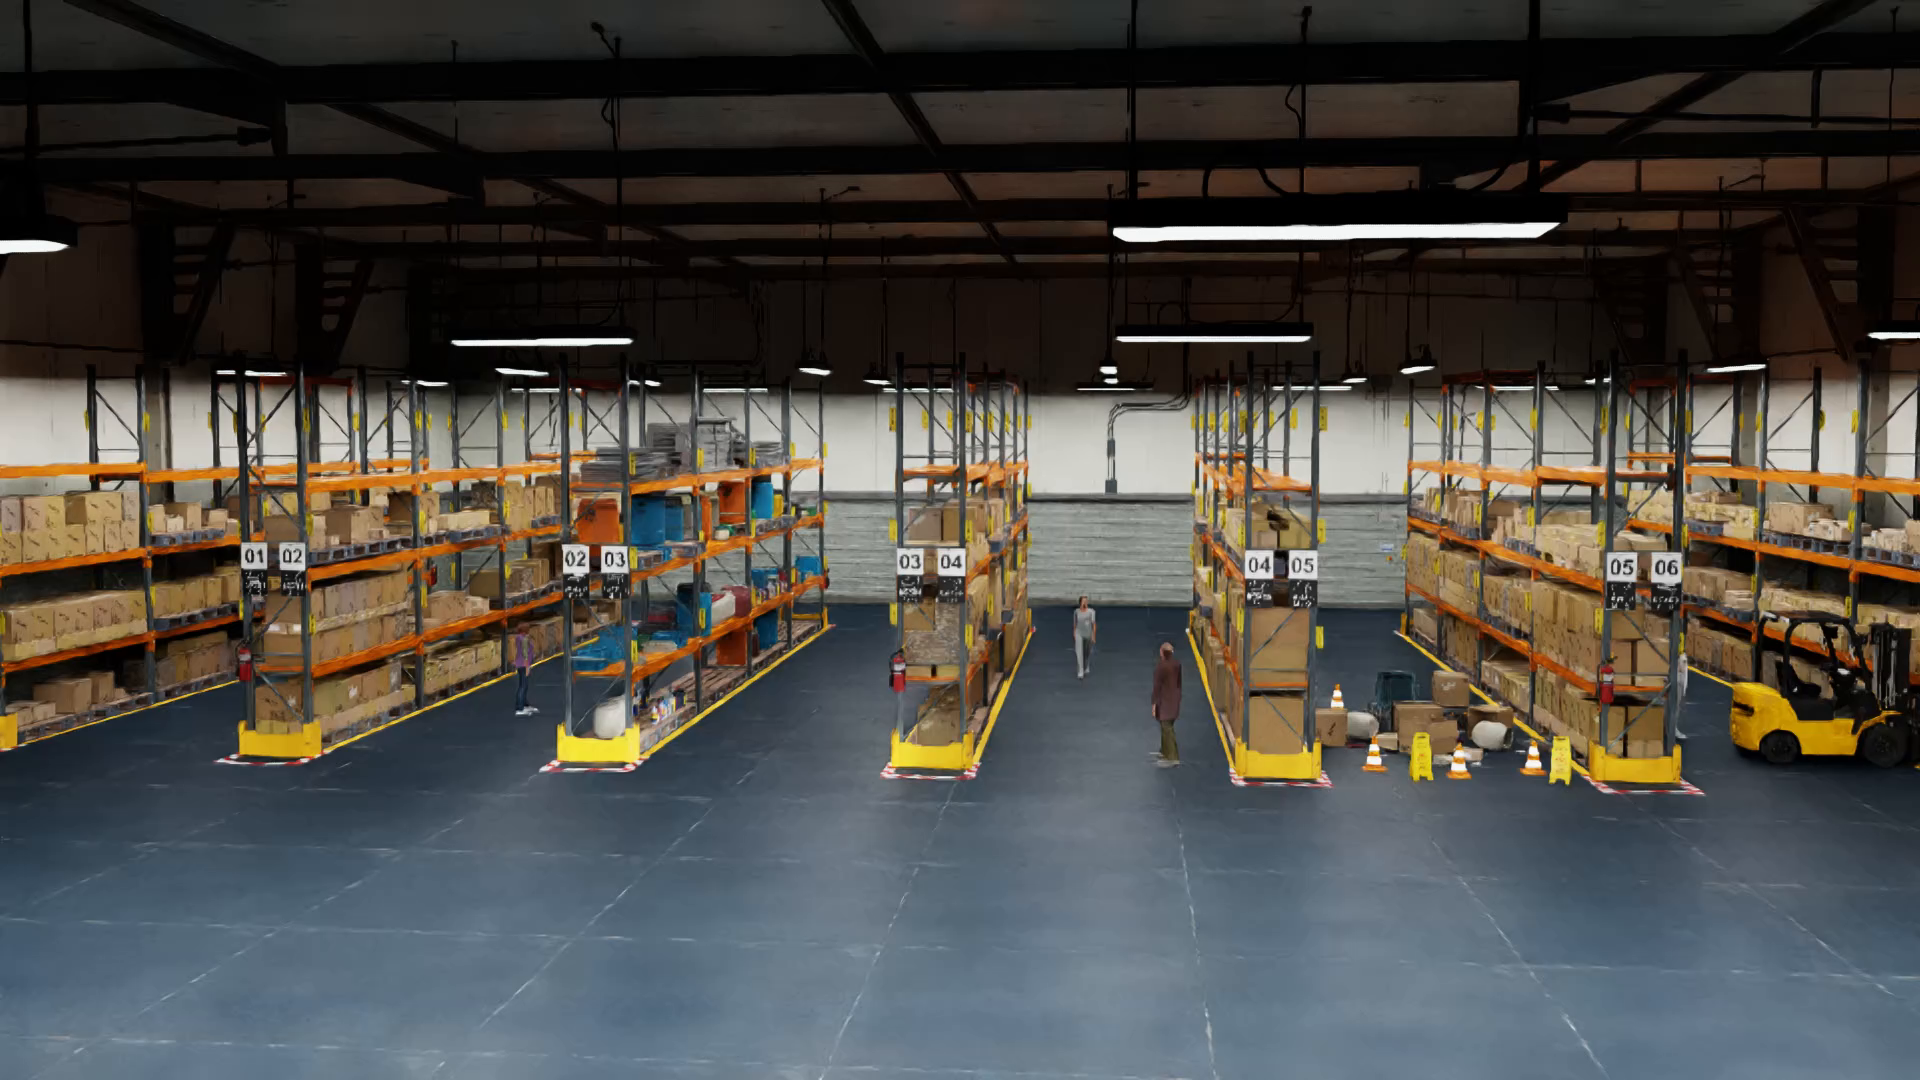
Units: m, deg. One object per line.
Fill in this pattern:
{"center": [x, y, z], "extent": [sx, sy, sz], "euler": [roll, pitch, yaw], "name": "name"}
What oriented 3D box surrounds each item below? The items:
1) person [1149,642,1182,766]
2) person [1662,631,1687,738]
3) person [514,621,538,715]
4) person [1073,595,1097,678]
{"center": [2.982, 2.374, 24.280], "extent": [0.636, 1.767, 0.677], "euler": [3, 5, 37], "name": "person"}
{"center": [11.329, 2.278, 26.373], "extent": [0.409, 1.677, 0.532], "euler": [-2, 5, -26], "name": "person"}
{"center": [-7.429, 2.173, 28.423], "extent": [0.406, 1.600, 0.468], "euler": [-2, 4, -24], "name": "person"}
{"center": [2.454, 1.872, 32.653], "extent": [0.455, 1.612, 1.019], "euler": [0, 4, 5], "name": "person"}
